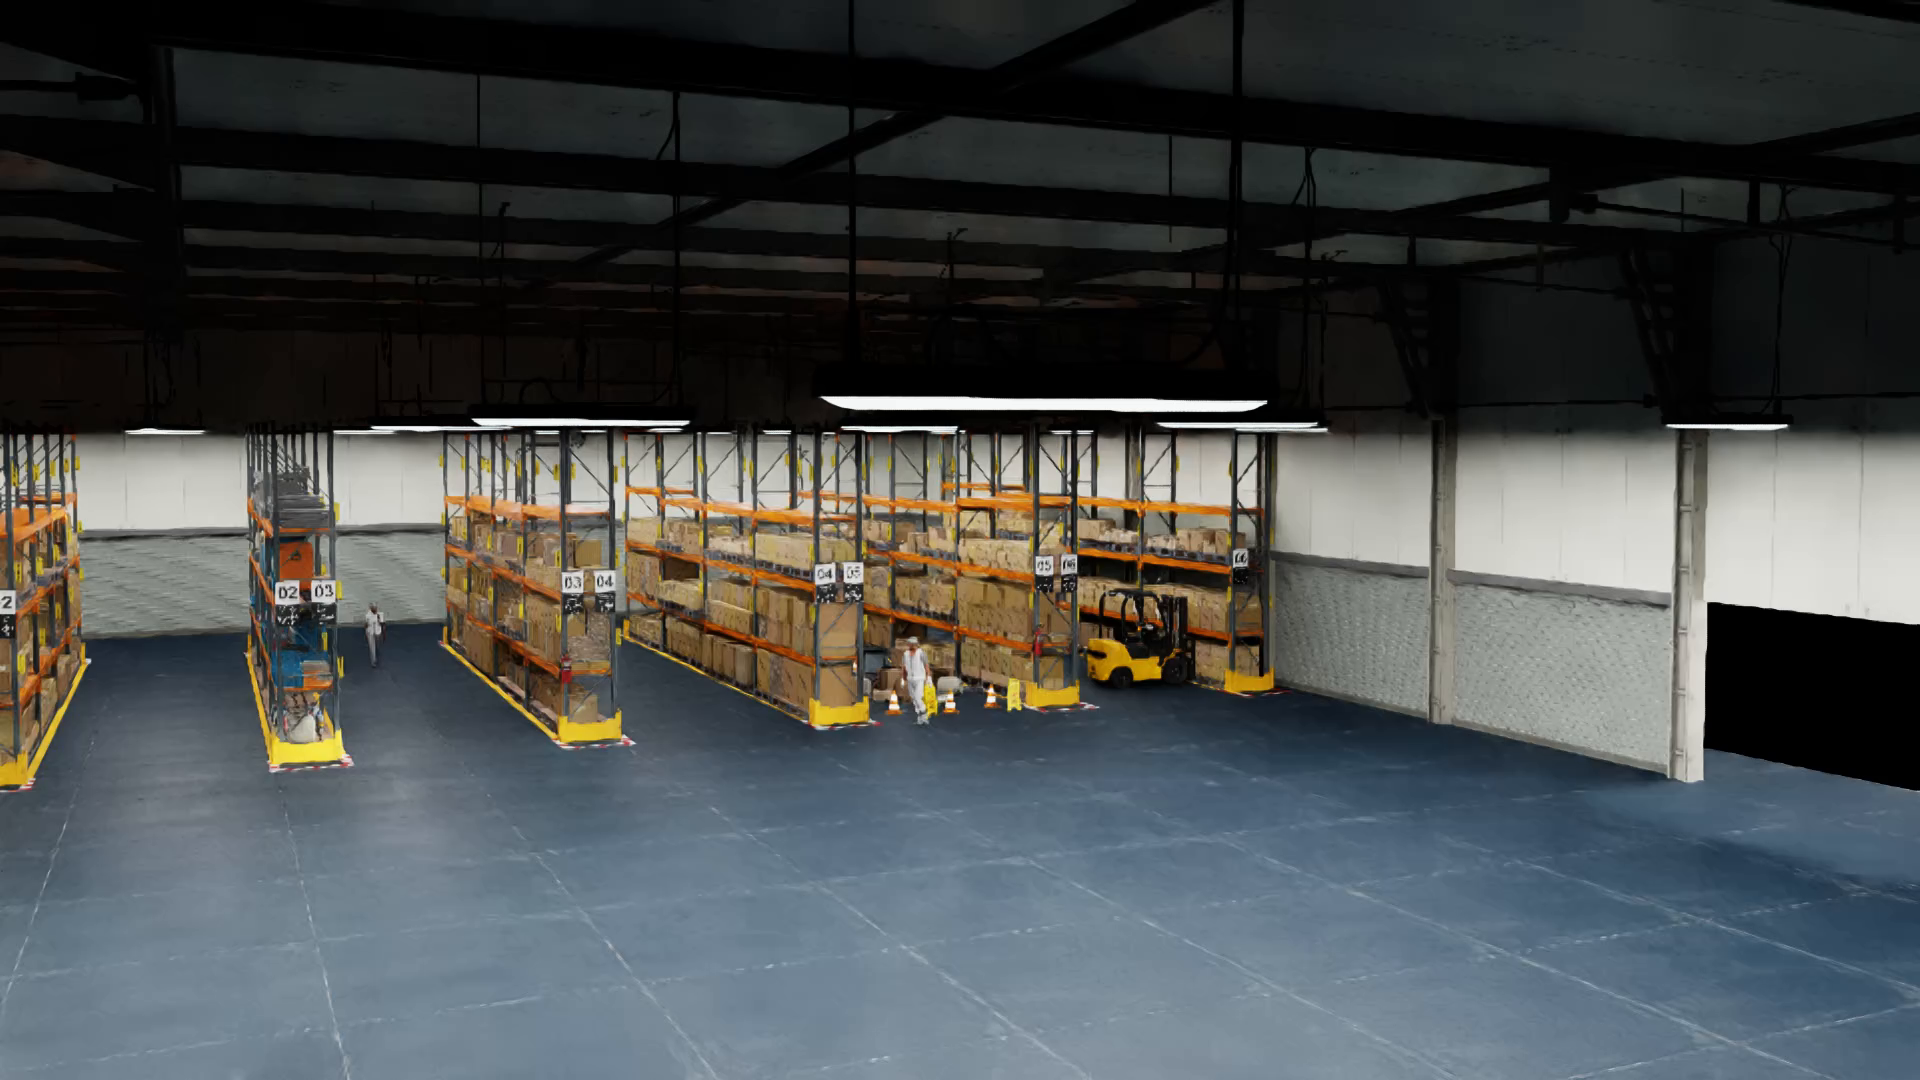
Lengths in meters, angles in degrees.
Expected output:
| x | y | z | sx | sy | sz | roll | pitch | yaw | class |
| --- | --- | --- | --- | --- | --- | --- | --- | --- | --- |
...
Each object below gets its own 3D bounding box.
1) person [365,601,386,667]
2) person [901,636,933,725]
| x | y | z | sx | sy | sz | roll | pitch | yaw | class |
| --- | --- | --- | --- | --- | --- | --- | --- | --- | --- |
| -14.550 | 2.317 | 41.388 | 0.463 | 1.625 | 0.998 | -2 | 4 | -26 | person |
| -0.864 | 2.771 | 32.801 | 0.634 | 1.776 | 0.474 | 2 | 4 | 31 | person |
